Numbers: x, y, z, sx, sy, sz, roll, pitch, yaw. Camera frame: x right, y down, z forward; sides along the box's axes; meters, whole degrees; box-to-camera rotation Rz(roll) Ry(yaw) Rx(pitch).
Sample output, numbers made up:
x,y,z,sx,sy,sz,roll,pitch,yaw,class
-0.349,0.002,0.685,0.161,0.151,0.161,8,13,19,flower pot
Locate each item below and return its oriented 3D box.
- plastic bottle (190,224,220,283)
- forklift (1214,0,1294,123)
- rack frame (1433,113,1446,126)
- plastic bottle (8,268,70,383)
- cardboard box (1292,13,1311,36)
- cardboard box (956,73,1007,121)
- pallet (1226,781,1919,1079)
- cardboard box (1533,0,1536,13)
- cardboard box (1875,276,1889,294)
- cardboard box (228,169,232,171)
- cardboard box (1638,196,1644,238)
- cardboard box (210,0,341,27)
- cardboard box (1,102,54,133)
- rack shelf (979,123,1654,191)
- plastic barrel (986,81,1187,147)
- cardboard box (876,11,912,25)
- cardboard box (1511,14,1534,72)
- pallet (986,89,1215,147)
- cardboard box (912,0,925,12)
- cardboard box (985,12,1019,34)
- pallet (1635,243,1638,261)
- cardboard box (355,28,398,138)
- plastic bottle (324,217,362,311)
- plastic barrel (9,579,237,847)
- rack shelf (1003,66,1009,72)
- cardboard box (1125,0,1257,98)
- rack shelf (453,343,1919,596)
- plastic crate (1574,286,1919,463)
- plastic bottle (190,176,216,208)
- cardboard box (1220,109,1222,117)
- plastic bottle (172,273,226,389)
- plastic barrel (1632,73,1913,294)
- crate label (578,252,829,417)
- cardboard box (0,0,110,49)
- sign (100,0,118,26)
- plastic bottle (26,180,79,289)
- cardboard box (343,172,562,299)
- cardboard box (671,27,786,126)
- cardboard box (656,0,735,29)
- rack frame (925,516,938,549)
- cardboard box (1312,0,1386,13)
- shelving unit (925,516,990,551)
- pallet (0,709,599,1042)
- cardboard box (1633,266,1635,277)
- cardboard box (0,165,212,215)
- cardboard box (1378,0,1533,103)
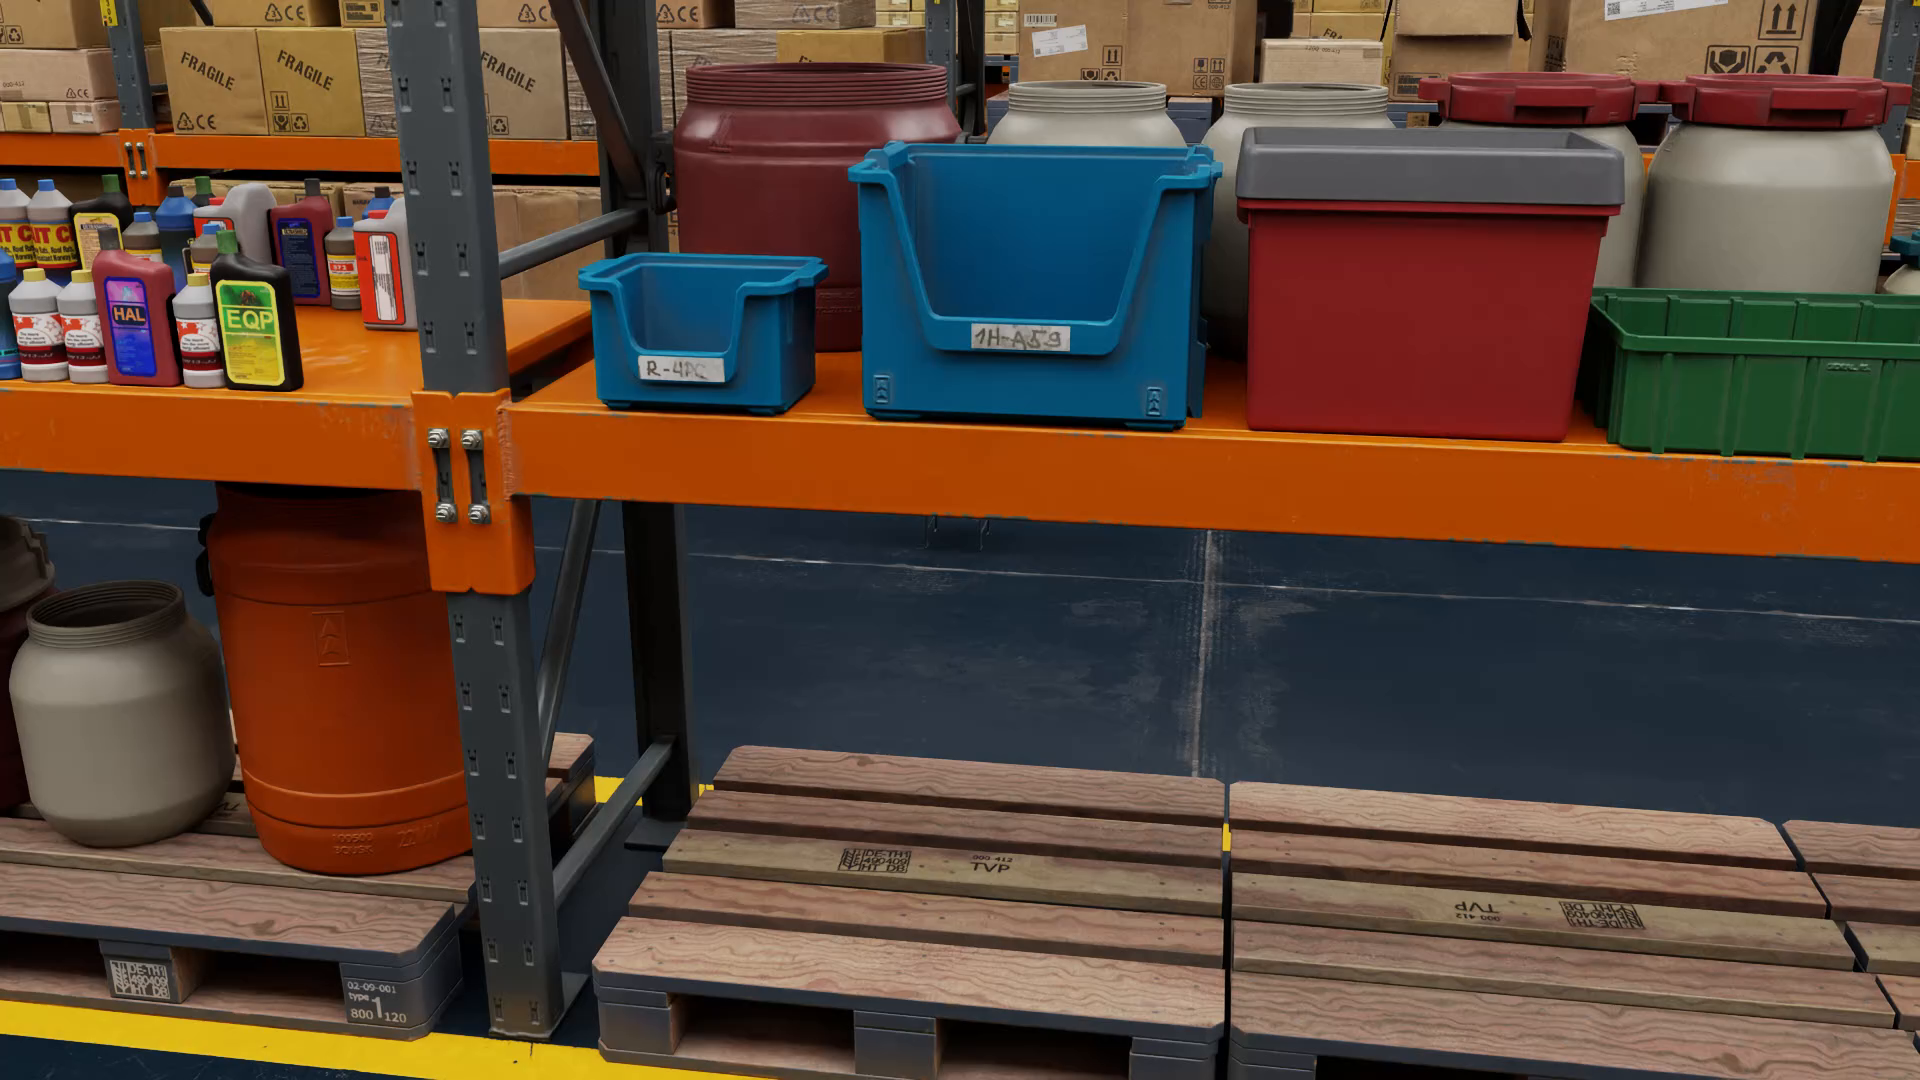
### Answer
x,y,z,sx,sy,sz,roll,pitch,yaw,class
-1.635,-0.593,3.660,0.097,0.201,0.097,0,18,0,plastic bottle
1.263,-2.802,10.057,3.031,2.935,1.130,3,19,9,forklift
6.290,-6.591,21.274,0.127,3.000,1.000,3,19,9,rack frame
-1.703,-0.401,3.087,0.097,0.201,0.097,0,18,0,plastic bottle
2.272,-3.571,12.091,0.500,0.500,0.500,3,19,9,cardboard box
0.008,-4.535,17.817,0.875,0.875,0.875,3,19,9,cardboard box
1.159,0.855,3.415,1.213,0.211,1.003,3,19,9,pallet
4.330,-4.024,11.870,0.500,0.500,0.700,3,19,8,cardboard box
4.323,-0.912,7.579,0.500,0.500,0.500,2,19,7,cardboard box
-5.786,-3.065,13.628,0.250,0.149,0.380,2,19,6,cardboard box
5.431,-2.618,12.086,0.875,0.875,0.875,3,19,9,cardboard box
-3.332,-2.827,8.287,0.637,0.503,0.797,2,19,7,cardboard box
-4.572,-2.140,8.367,0.250,0.149,0.380,3,19,10,cardboard box
1.960,-1.690,7.762,4.000,0.370,1.077,3,19,9,rack shelf
0.249,-0.649,3.338,0.421,0.512,0.421,0,18,0,plastic barrel
-0.459,-3.822,12.265,0.250,0.149,0.380,3,19,9,cardboard box
3.765,-3.495,11.864,0.500,0.500,0.500,3,19,8,cardboard box
0.706,-2.039,7.971,1.003,0.211,1.213,3,19,9,pallet
-0.191,-3.951,12.180,0.250,0.149,0.380,4,19,10,cardboard box
0.312,-3.784,12.151,0.250,0.149,0.380,3,19,10,cardboard box
5.559,-2.095,12.230,1.213,0.211,1.003,3,19,9,pallet
-2.559,-2.229,8.080,0.500,0.500,0.500,2,19,7,cardboard box
-1.383,-0.629,3.768,0.097,0.201,0.097,0,18,0,plastic bottle
-1.858,0.380,3.698,0.421,0.512,0.421,0,18,0,plastic barrel
-0.418,-4.996,17.642,4.000,0.370,1.077,3,19,9,rack shelf
1.092,-2.367,7.832,0.500,0.500,0.700,6,19,17,cardboard box
1.174,-0.139,3.124,4.000,0.370,1.077,3,19,9,rack shelf
1.385,-0.278,2.740,0.662,0.188,0.450,3,19,9,plastic crate
-1.758,-0.693,3.829,0.133,0.283,0.061,3,19,9,plastic bottle
3.601,-5.799,21.988,0.625,0.625,0.875,4,19,10,cardboard box
-1.379,-0.385,3.038,0.097,0.201,0.097,0,18,0,plastic bottle
1.515,-0.597,3.147,0.433,0.535,0.433,0,18,0,plastic barrel
-0.444,-0.362,2.923,0.416,0.233,0.303,3,19,9,crate label
-4.461,-2.698,8.226,0.500,0.500,0.500,3,19,10,cardboard box
-4.051,-2.608,7.880,0.005,0.325,0.100,3,19,9,sign
-2.103,-0.699,3.866,0.097,0.271,0.097,0,18,0,plastic bottle
-2.447,-1.454,8.609,0.875,0.875,1.225,2,19,7,cardboard box
-1.033,-2.154,7.855,0.500,0.500,0.500,3,19,8,cardboard box
-1.377,-2.731,7.999,0.637,0.503,0.797,3,19,10,cardboard box
-0.108,-0.432,6.177,0.006,0.900,0.240,3,19,9,rack frame
2.824,-4.101,12.099,0.500,0.500,0.700,3,19,8,cardboard box
-0.008,-0.427,6.162,0.210,0.900,0.258,3,19,9,shelving unit
-1.586,0.715,3.833,1.213,0.211,1.003,3,19,9,pallet
3.332,-0.992,7.786,0.500,0.500,0.700,1,19,4,cardboard box
-4.603,-1.583,8.995,0.875,0.875,0.875,3,19,9,cardboard box
2.208,-2.237,7.438,0.637,0.503,0.797,5,19,14,cardboard box
